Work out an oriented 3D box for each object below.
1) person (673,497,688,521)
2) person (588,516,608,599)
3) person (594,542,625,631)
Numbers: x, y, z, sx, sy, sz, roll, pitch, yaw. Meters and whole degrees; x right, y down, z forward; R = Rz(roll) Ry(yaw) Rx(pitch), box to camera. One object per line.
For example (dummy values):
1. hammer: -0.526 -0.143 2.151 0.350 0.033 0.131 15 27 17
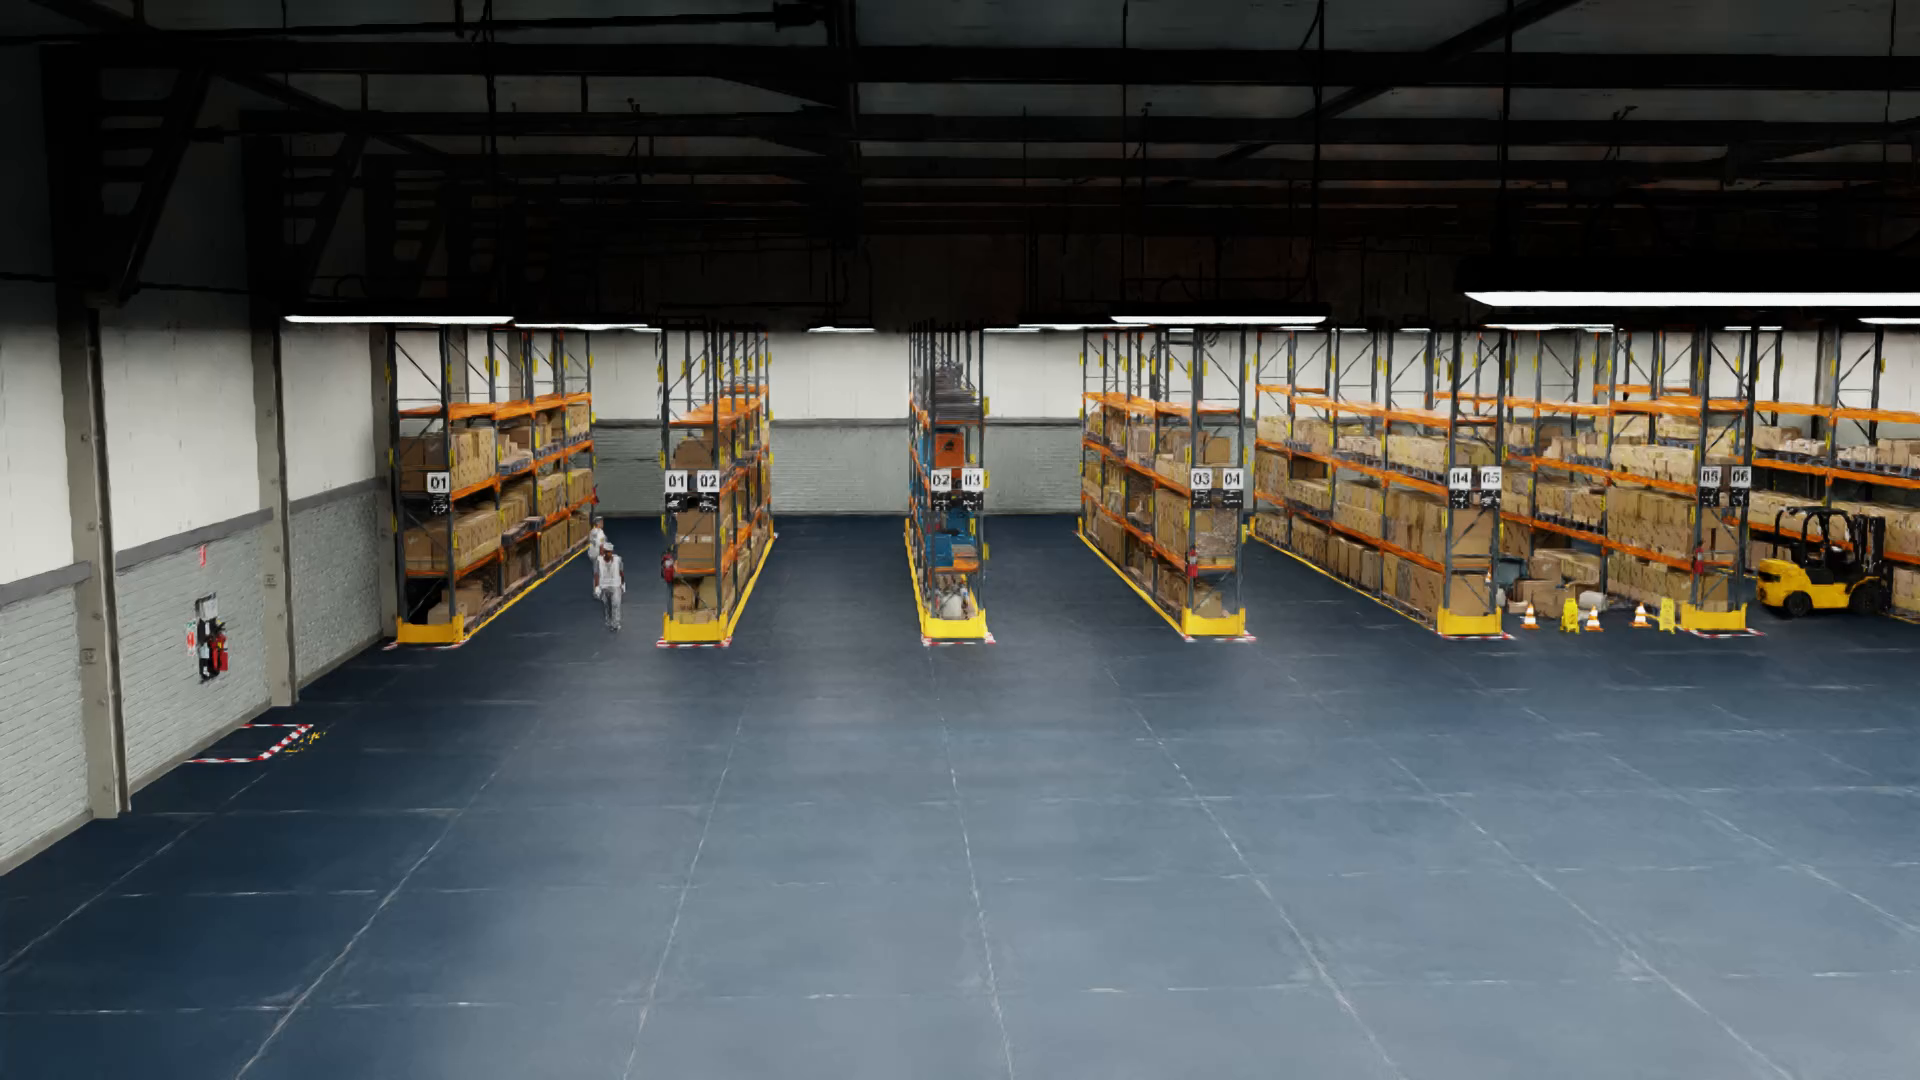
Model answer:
1. person: -7.496 -0.715 45.170 0.598 1.698 1.194 0 7 -1
2. person: -7.834 0.366 36.228 0.492 1.767 0.627 -4 8 -31
3. person: -6.796 0.883 32.223 0.571 1.701 1.112 -1 7 -5
